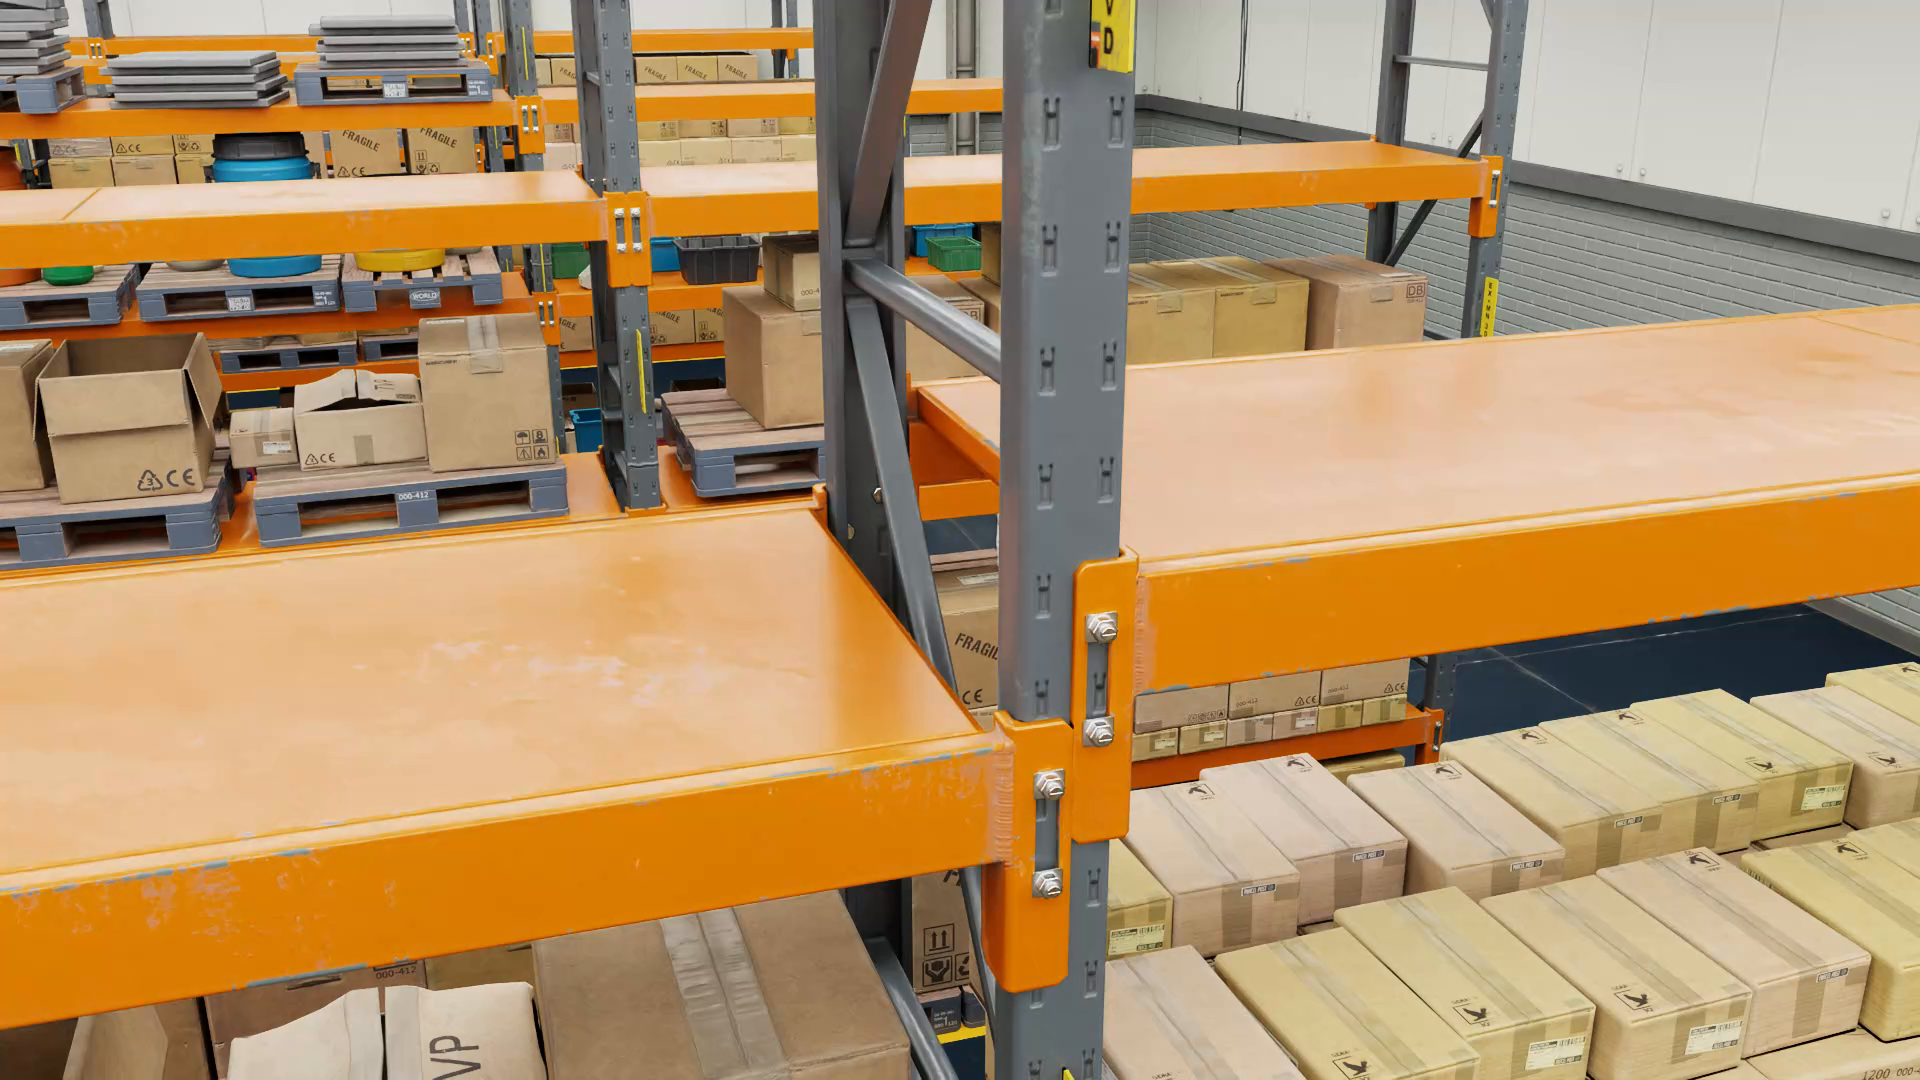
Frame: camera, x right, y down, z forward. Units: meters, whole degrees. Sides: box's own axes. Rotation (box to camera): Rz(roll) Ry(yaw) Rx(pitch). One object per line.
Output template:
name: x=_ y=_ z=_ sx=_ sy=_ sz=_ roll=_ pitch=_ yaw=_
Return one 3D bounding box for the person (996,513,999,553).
person: x=0.500 y=0.220 z=11.983 sx=0.488 sy=1.647 sz=0.396 roll=-6 pitch=20 yaw=-16
